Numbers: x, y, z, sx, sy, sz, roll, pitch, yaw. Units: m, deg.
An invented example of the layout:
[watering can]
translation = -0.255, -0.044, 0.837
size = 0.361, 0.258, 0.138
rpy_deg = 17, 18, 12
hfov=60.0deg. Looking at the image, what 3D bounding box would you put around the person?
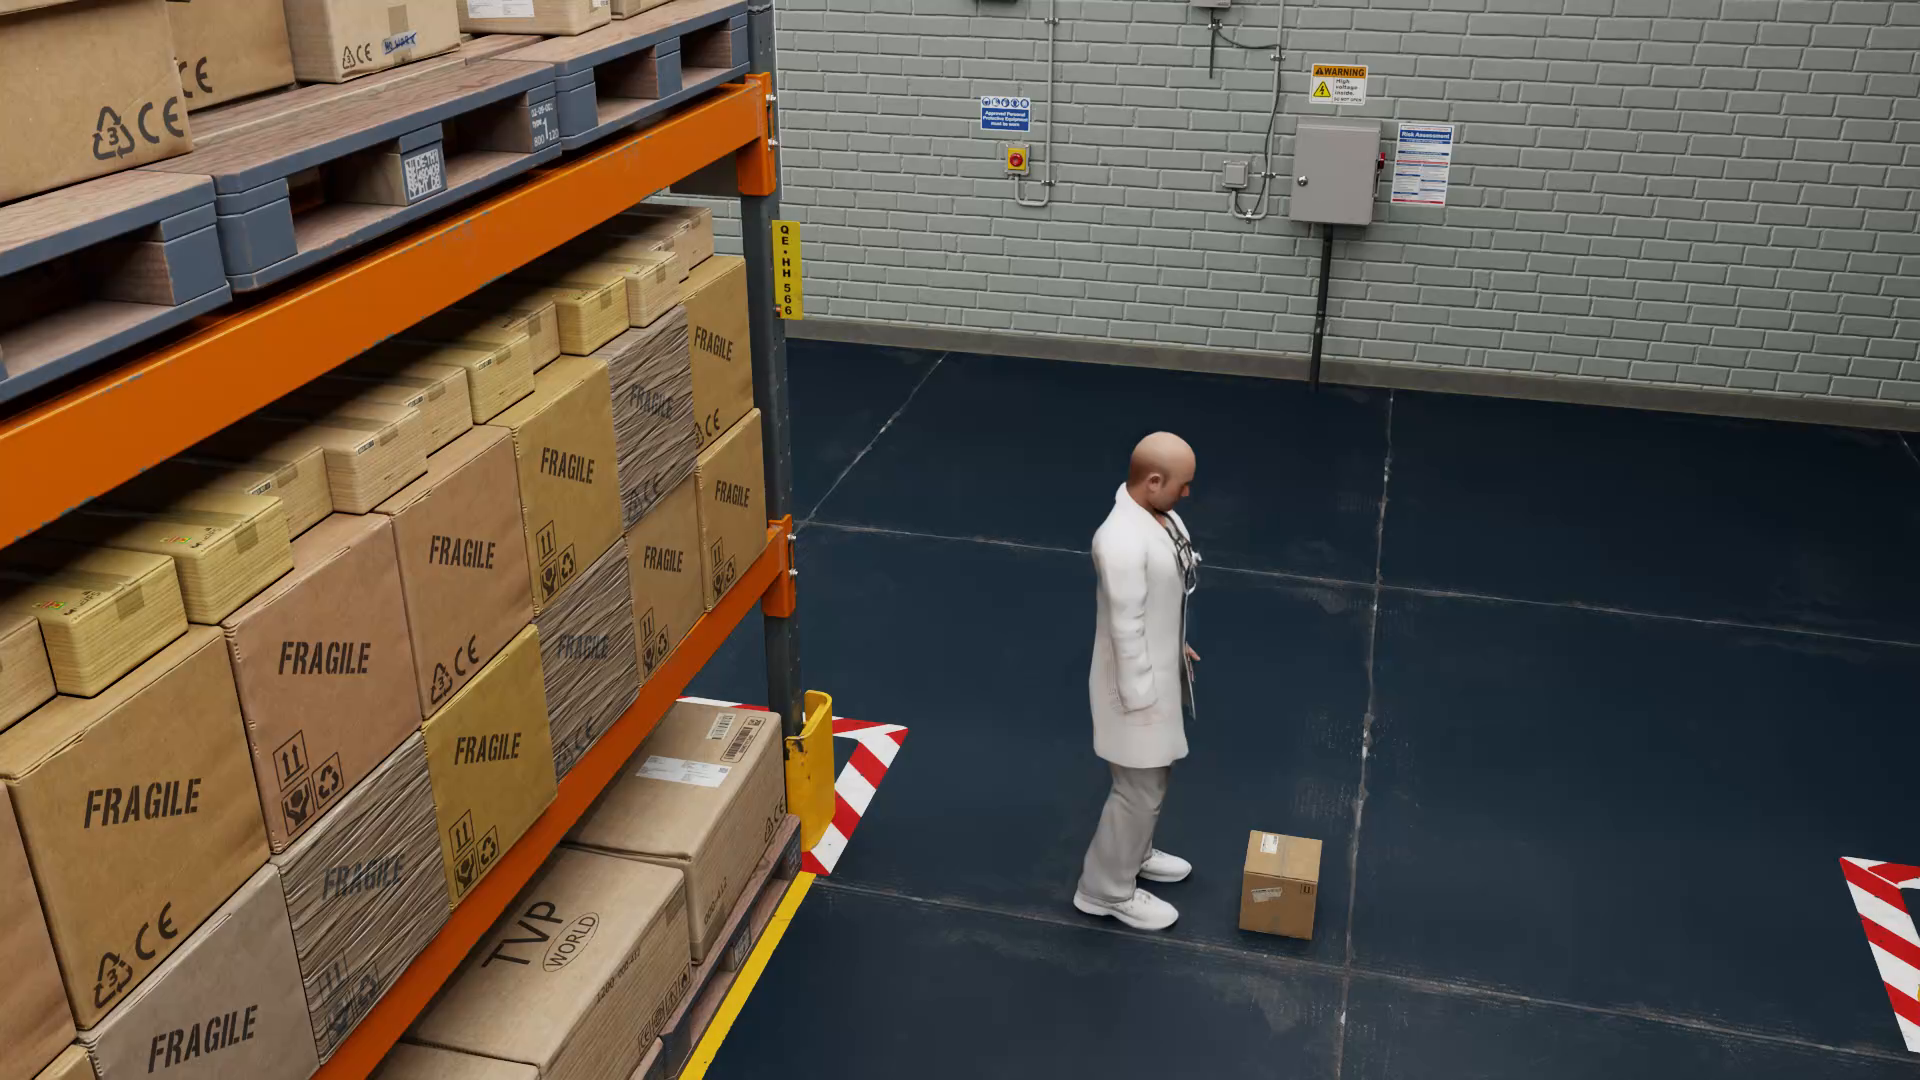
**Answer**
[person]
translation = 0.630, 0.462, 5.658
size = 0.381, 1.769, 0.567
rpy_deg = 7, 26, 14
